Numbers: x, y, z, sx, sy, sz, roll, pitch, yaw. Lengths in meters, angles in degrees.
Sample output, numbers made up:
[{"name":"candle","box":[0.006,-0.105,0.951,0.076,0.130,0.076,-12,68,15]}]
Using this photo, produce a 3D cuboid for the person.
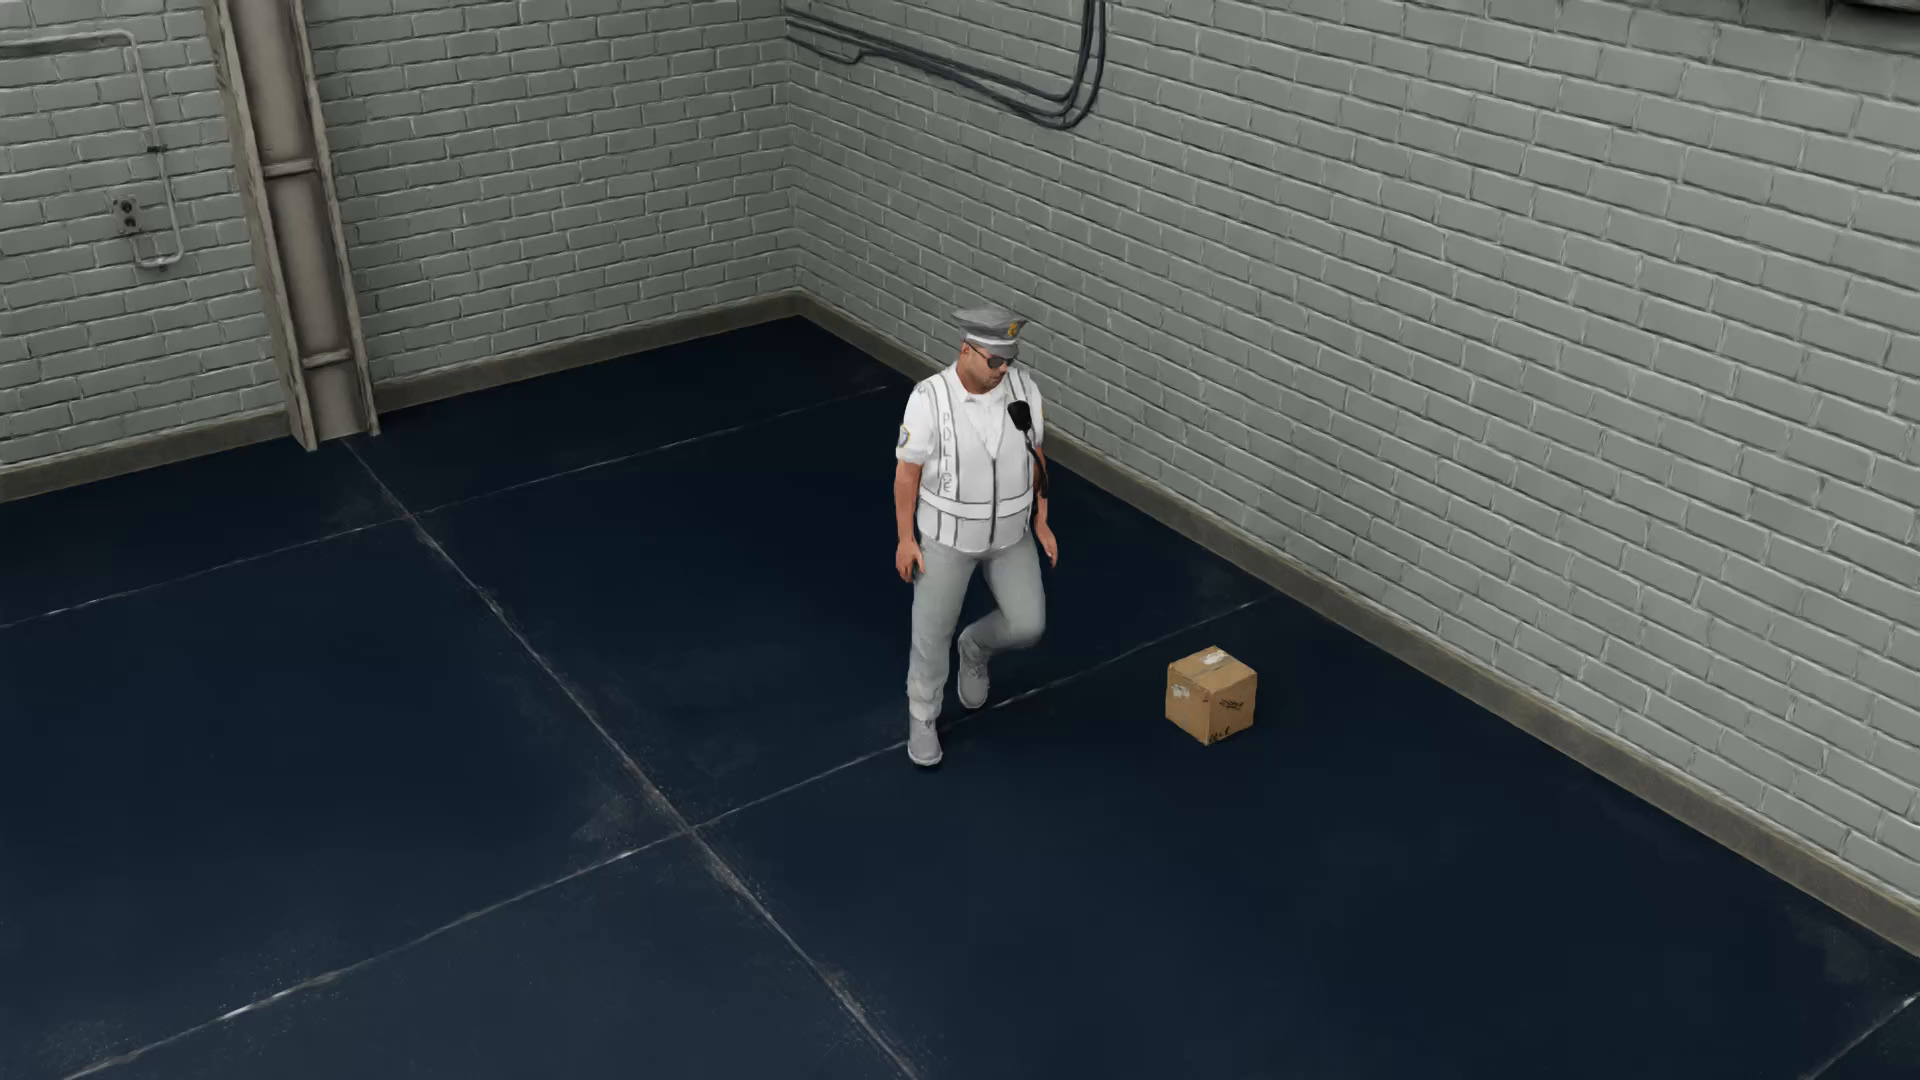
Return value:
[{"name":"person","box":[0.040,-0.051,6.185,0.614,1.741,0.512,-10,30,-17]}]
